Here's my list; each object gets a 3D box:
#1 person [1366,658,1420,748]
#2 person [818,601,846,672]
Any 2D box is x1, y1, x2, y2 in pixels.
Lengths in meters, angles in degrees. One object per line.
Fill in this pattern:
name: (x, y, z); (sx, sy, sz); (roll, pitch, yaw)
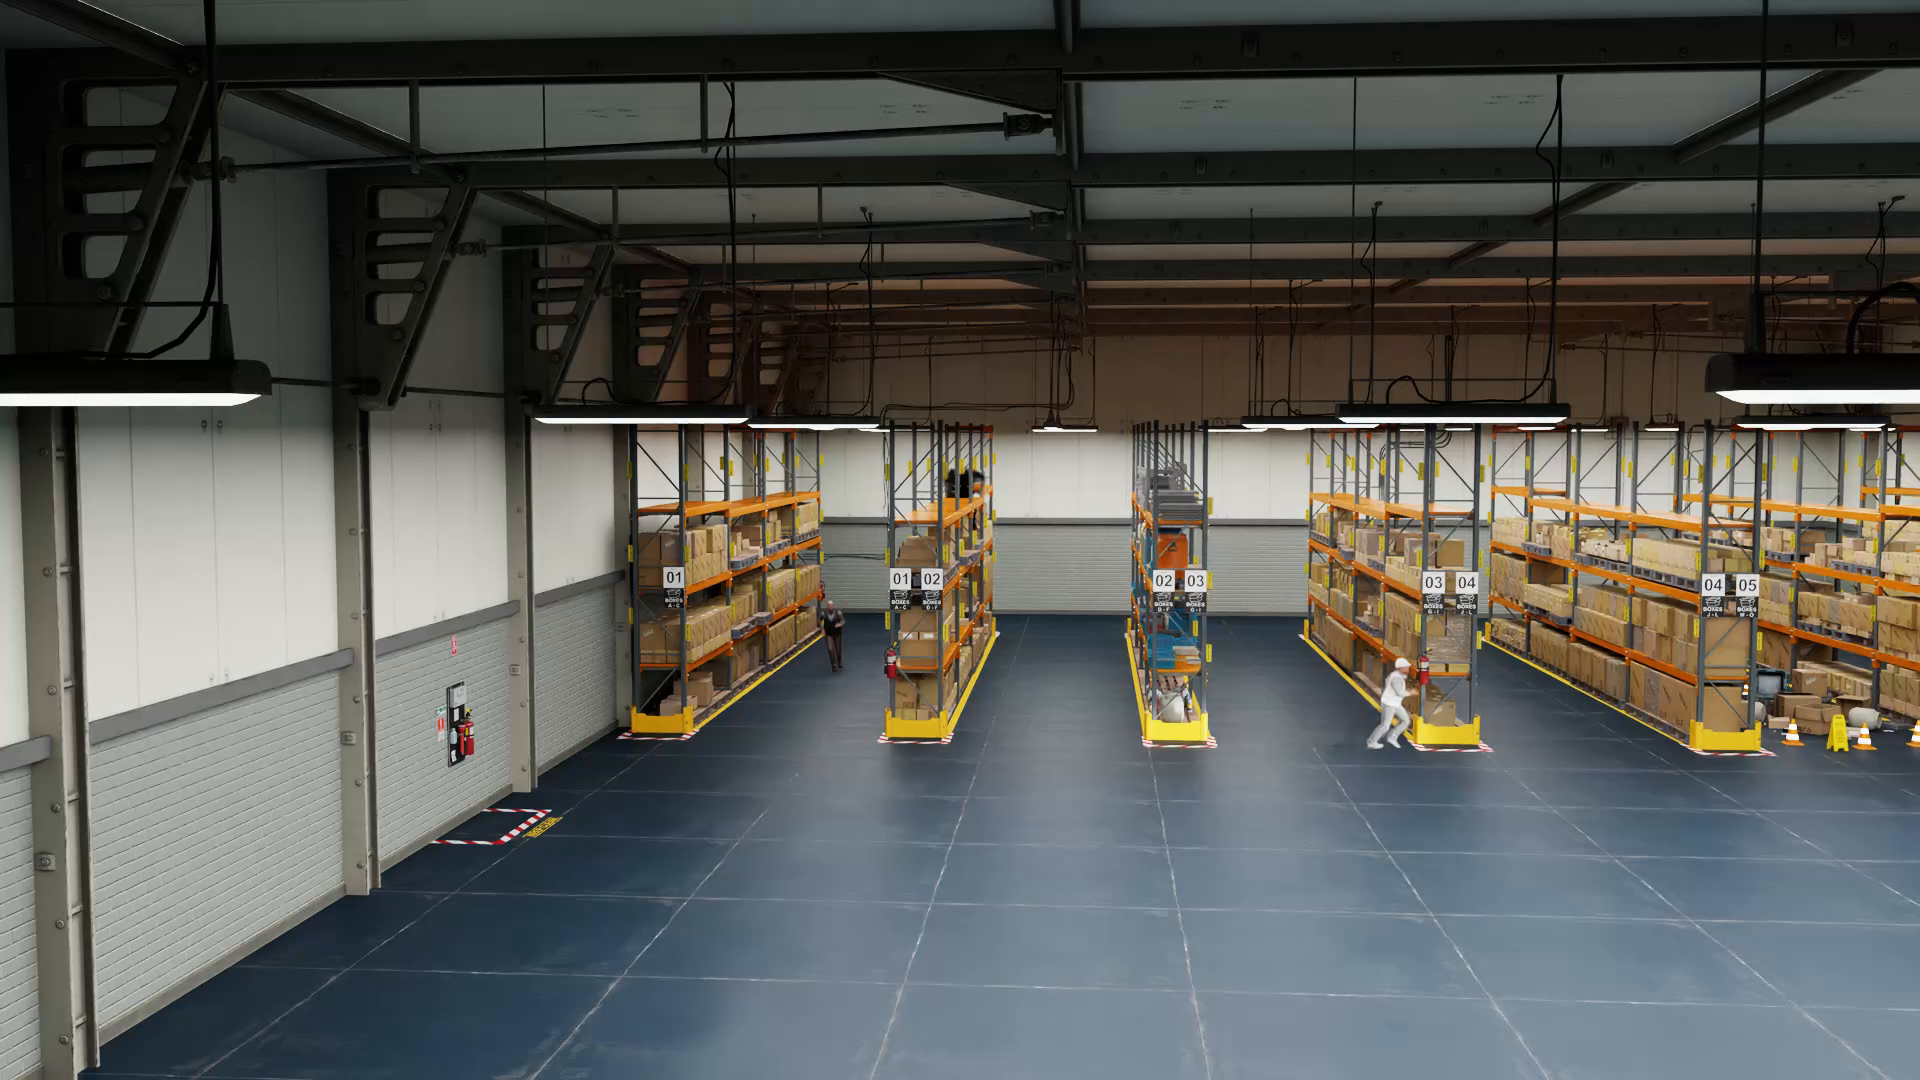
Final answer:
person: (7.861, 2.965, 30.141); (0.938, 1.688, 0.654); (2, 4, 25)
person: (-3.096, 2.310, 40.235); (0.660, 1.697, 0.853); (-1, 4, -9)
